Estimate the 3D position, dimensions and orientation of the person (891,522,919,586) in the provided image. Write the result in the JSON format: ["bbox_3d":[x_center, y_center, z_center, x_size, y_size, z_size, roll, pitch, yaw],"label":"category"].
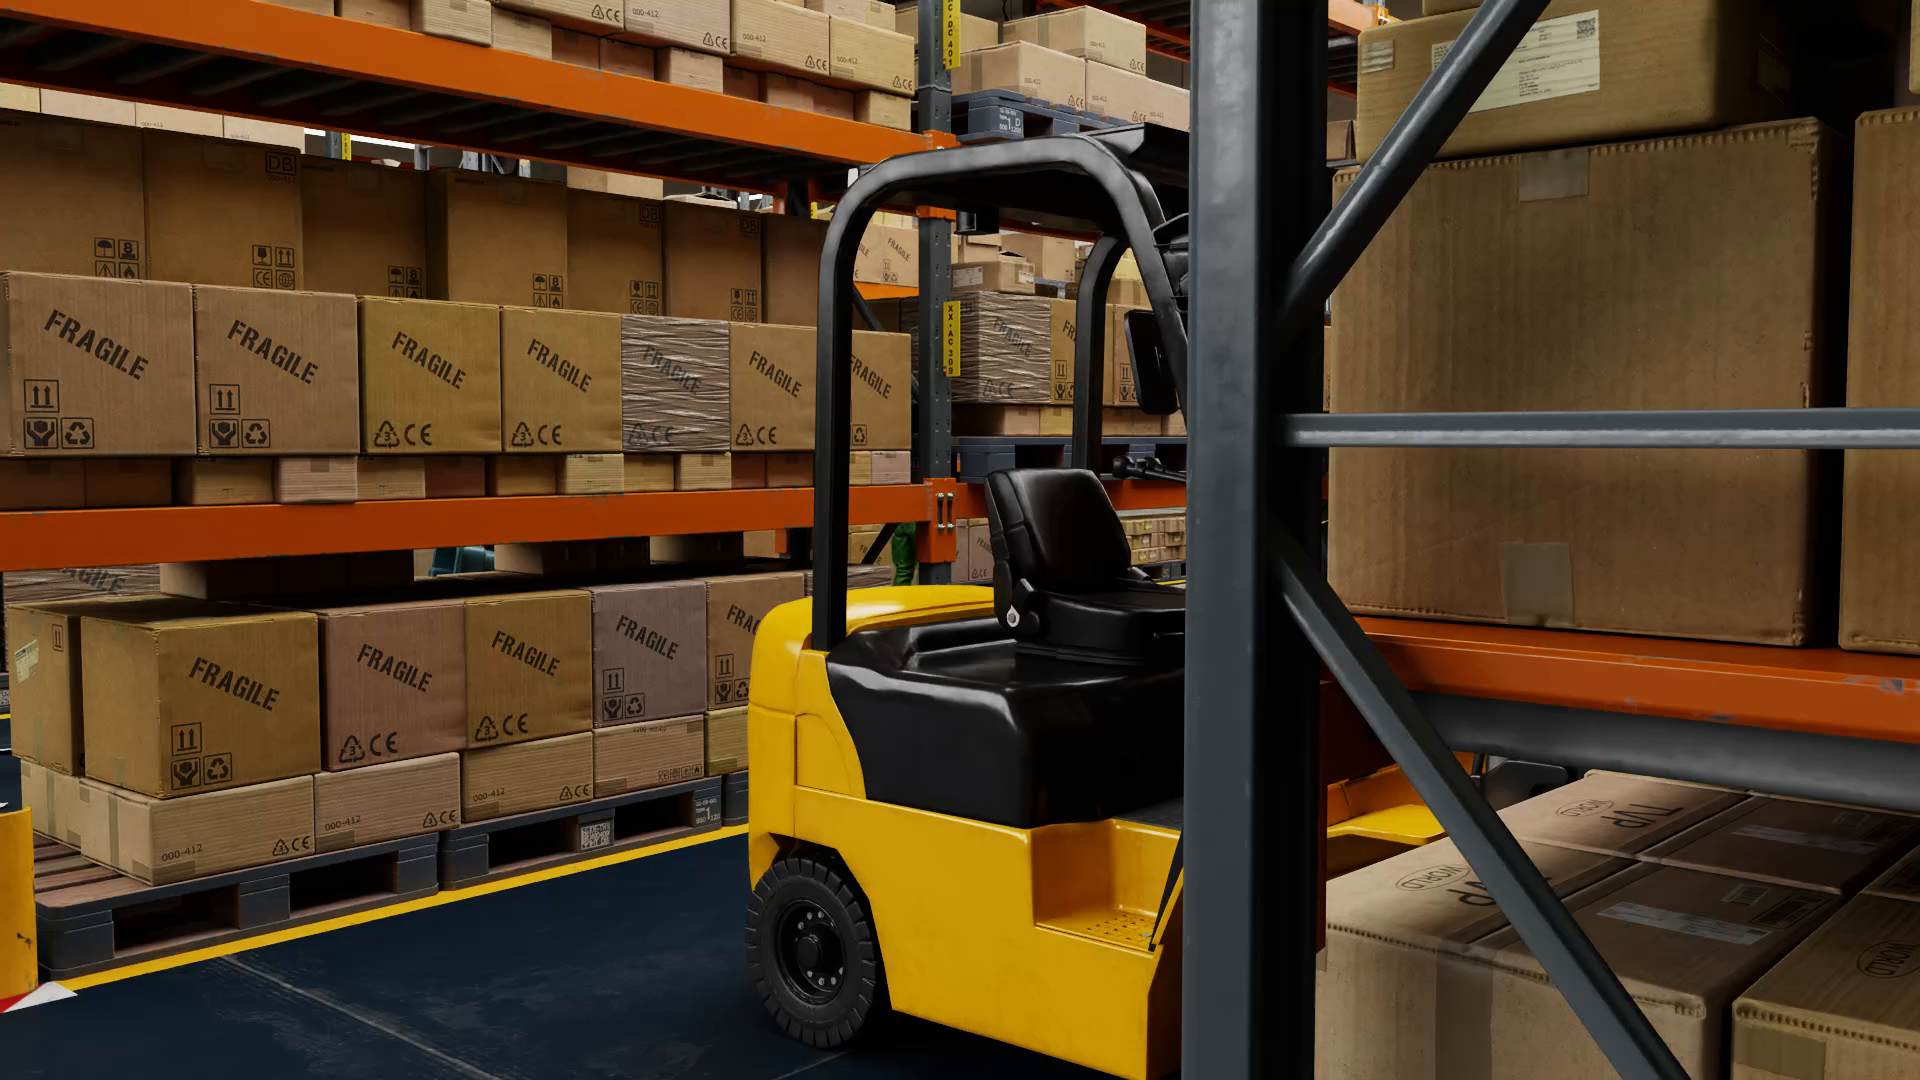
[{"bbox_3d":[-0.350,-0.019,12.320,0.527,1.537,0.345,3,5,42],"label":"person"}]
